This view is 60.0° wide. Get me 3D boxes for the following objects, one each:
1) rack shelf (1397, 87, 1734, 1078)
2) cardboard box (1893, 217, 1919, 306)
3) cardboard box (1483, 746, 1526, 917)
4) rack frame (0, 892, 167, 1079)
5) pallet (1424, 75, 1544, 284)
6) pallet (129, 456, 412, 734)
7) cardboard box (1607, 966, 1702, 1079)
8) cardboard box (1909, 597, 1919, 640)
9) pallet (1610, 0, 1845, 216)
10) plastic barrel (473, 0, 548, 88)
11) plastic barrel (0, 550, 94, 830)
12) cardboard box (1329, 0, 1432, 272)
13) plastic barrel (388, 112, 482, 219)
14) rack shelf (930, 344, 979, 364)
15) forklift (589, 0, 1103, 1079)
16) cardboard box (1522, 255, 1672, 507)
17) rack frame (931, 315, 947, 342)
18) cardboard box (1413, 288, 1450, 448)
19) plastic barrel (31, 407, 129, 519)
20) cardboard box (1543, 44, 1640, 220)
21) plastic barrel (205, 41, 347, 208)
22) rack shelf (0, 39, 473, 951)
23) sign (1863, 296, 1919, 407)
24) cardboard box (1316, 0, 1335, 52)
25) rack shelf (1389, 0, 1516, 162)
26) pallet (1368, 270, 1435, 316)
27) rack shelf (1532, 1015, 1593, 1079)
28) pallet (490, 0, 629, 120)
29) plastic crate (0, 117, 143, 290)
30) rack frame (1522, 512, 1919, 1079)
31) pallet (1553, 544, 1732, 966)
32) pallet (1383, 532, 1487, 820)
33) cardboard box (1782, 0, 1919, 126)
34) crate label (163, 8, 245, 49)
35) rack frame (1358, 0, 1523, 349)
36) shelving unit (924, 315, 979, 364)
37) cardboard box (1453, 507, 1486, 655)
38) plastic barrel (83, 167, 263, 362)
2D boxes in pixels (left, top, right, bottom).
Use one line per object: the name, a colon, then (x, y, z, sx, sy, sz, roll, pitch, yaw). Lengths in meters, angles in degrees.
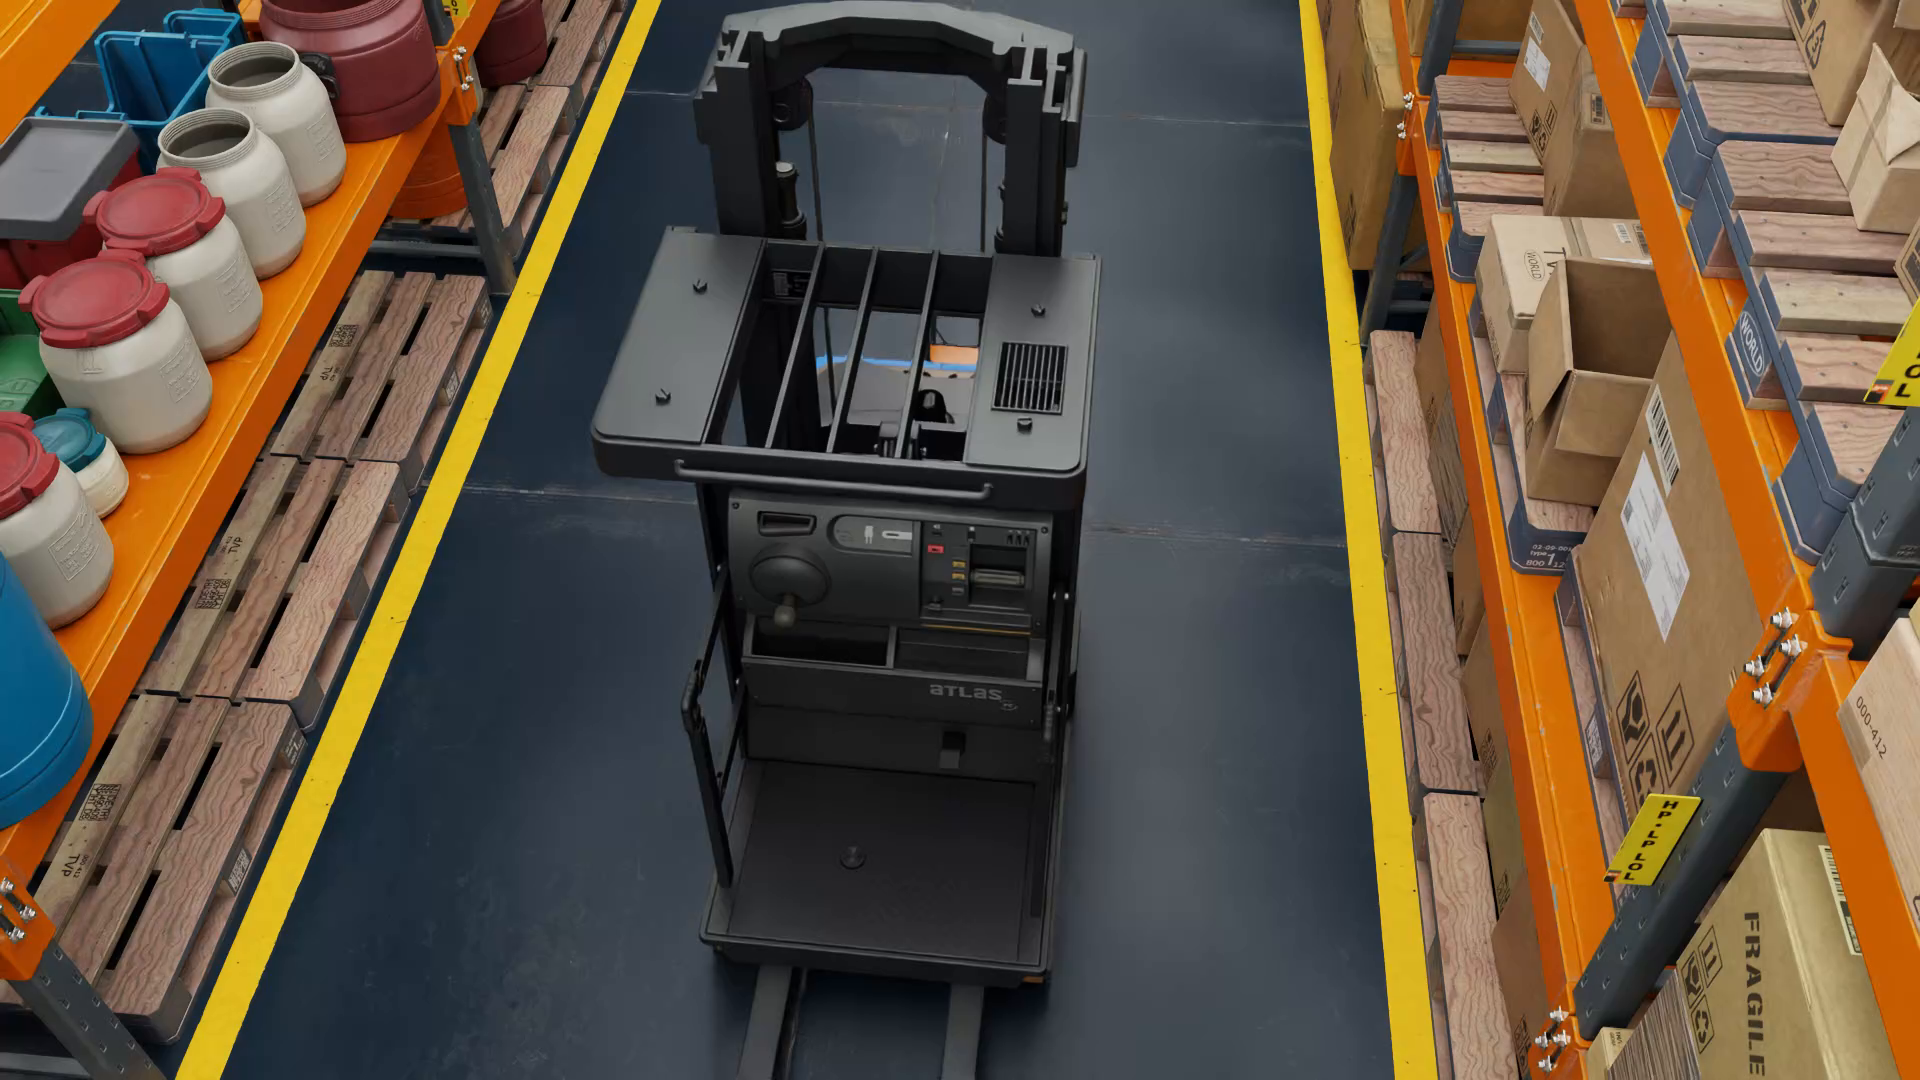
rack shelf: (2.144, -0.186, 5.401, 1.077, 0.370, 4.000, 4, 48, 4)
cardboard box: (2.104, -0.487, 2.801, 0.797, 0.503, 0.637, 2, 48, 2)
cardboard box: (2.102, 0.937, 5.282, 0.700, 0.500, 0.500, 4, 48, 3)
rack frame: (-2.967, 0.708, 4.096, 0.949, 2.616, 0.053, 4, 48, 4)
pallet: (2.368, -1.303, 6.065, 1.213, 0.211, 1.003, 4, 48, 4)
pallet: (-2.829, 0.170, 6.477, 1.003, 0.211, 1.213, 4, 48, 4)
cardboard box: (1.860, 1.233, 3.346, 0.875, 0.500, 0.500, 4, 48, 4)
cardboard box: (1.626, 0.162, 2.393, 0.380, 0.149, 0.250, 3, 48, 2)
pallet: (2.216, -1.117, 3.860, 1.213, 0.211, 1.003, 4, 48, 4)
plastic barrel: (-2.475, -2.750, 8.608, 0.600, 0.588, 0.708, 4, 48, 4)
plastic barrel: (-2.633, 0.275, 4.152, 0.600, 0.901, 0.708, 4, 48, 4)
cardboard box: (2.410, -1.829, 7.571, 1.225, 0.875, 0.875, 2, 48, 2)
plastic barrel: (-2.578, -2.002, 7.760, 0.600, 0.830, 0.708, 4, 48, 4)
rack shelf: (0.002, -0.626, 6.108, 0.258, 0.103, 0.180, 5, 48, 4)
forklift: (-0.224, 0.181, 4.624, 1.130, 2.935, 3.031, 5, 48, 4)
cardboard box: (2.028, -0.416, 4.769, 0.797, 0.503, 0.637, 8, 48, 8)
rack frame: (0.012, -0.480, 6.402, 0.240, 1.200, 0.006, 5, 48, 4)
cardboard box: (2.286, -0.710, 6.788, 0.700, 0.500, 0.500, 2, 48, 1)
plastic barrel: (-2.697, -0.208, 5.027, 0.301, 0.262, 0.301, 0, 48, 0)
cardboard box: (2.366, -1.258, 5.541, 0.700, 0.500, 0.500, 10, 48, 9)
plastic barrel: (-2.487, -1.499, 6.039, 0.421, 0.512, 0.421, 0, 48, 0)
rack shelf: (-2.788, -0.519, 5.706, 1.077, 0.370, 4.000, 4, 48, 4)
sign: (1.409, -0.314, 2.380, 0.100, 0.325, 0.005, 4, 48, 4)
cardboard box: (2.572, -3.134, 8.765, 1.225, 0.875, 0.875, 2, 48, 2)
rack shelf: (2.509, -3.126, 8.089, 1.077, 0.370, 4.000, 4, 48, 4)
pallet: (2.474, -1.532, 8.034, 1.003, 0.211, 1.213, 4, 48, 4)
rack shelf: (1.780, 2.753, 2.713, 1.077, 0.370, 4.000, 4, 48, 4)
pallet: (-2.461, -2.767, 9.164, 1.003, 0.211, 1.213, 4, 48, 4)
plastic crate: (-3.058, -1.087, 5.694, 0.402, 0.464, 0.583, 4, 48, 4)
rack frame: (1.962, 1.041, 3.791, 1.000, 3.000, 0.127, 4, 48, 4)
pallet: (2.177, 0.553, 4.367, 1.003, 0.211, 1.213, 4, 48, 4)
pallet: (2.140, 0.510, 6.166, 1.003, 0.211, 1.213, 4, 48, 4)
cardboard box: (2.189, -1.180, 3.435, 0.797, 0.503, 0.637, 6, 48, 5)
crate label: (-3.017, -1.891, 6.586, 0.303, 0.233, 0.416, 4, 48, 4)
rack frame: (2.327, -1.899, 6.480, 1.000, 3.000, 0.127, 4, 48, 4)
shelving unit: (0.002, -0.413, 6.341, 0.258, 1.200, 0.189, 5, 48, 4)
cardboard box: (2.203, 0.116, 6.033, 0.700, 0.500, 0.500, 7, 48, 7)
plastic barrel: (-2.558, -0.884, 5.459, 0.433, 0.535, 0.433, 0, 48, 0)
